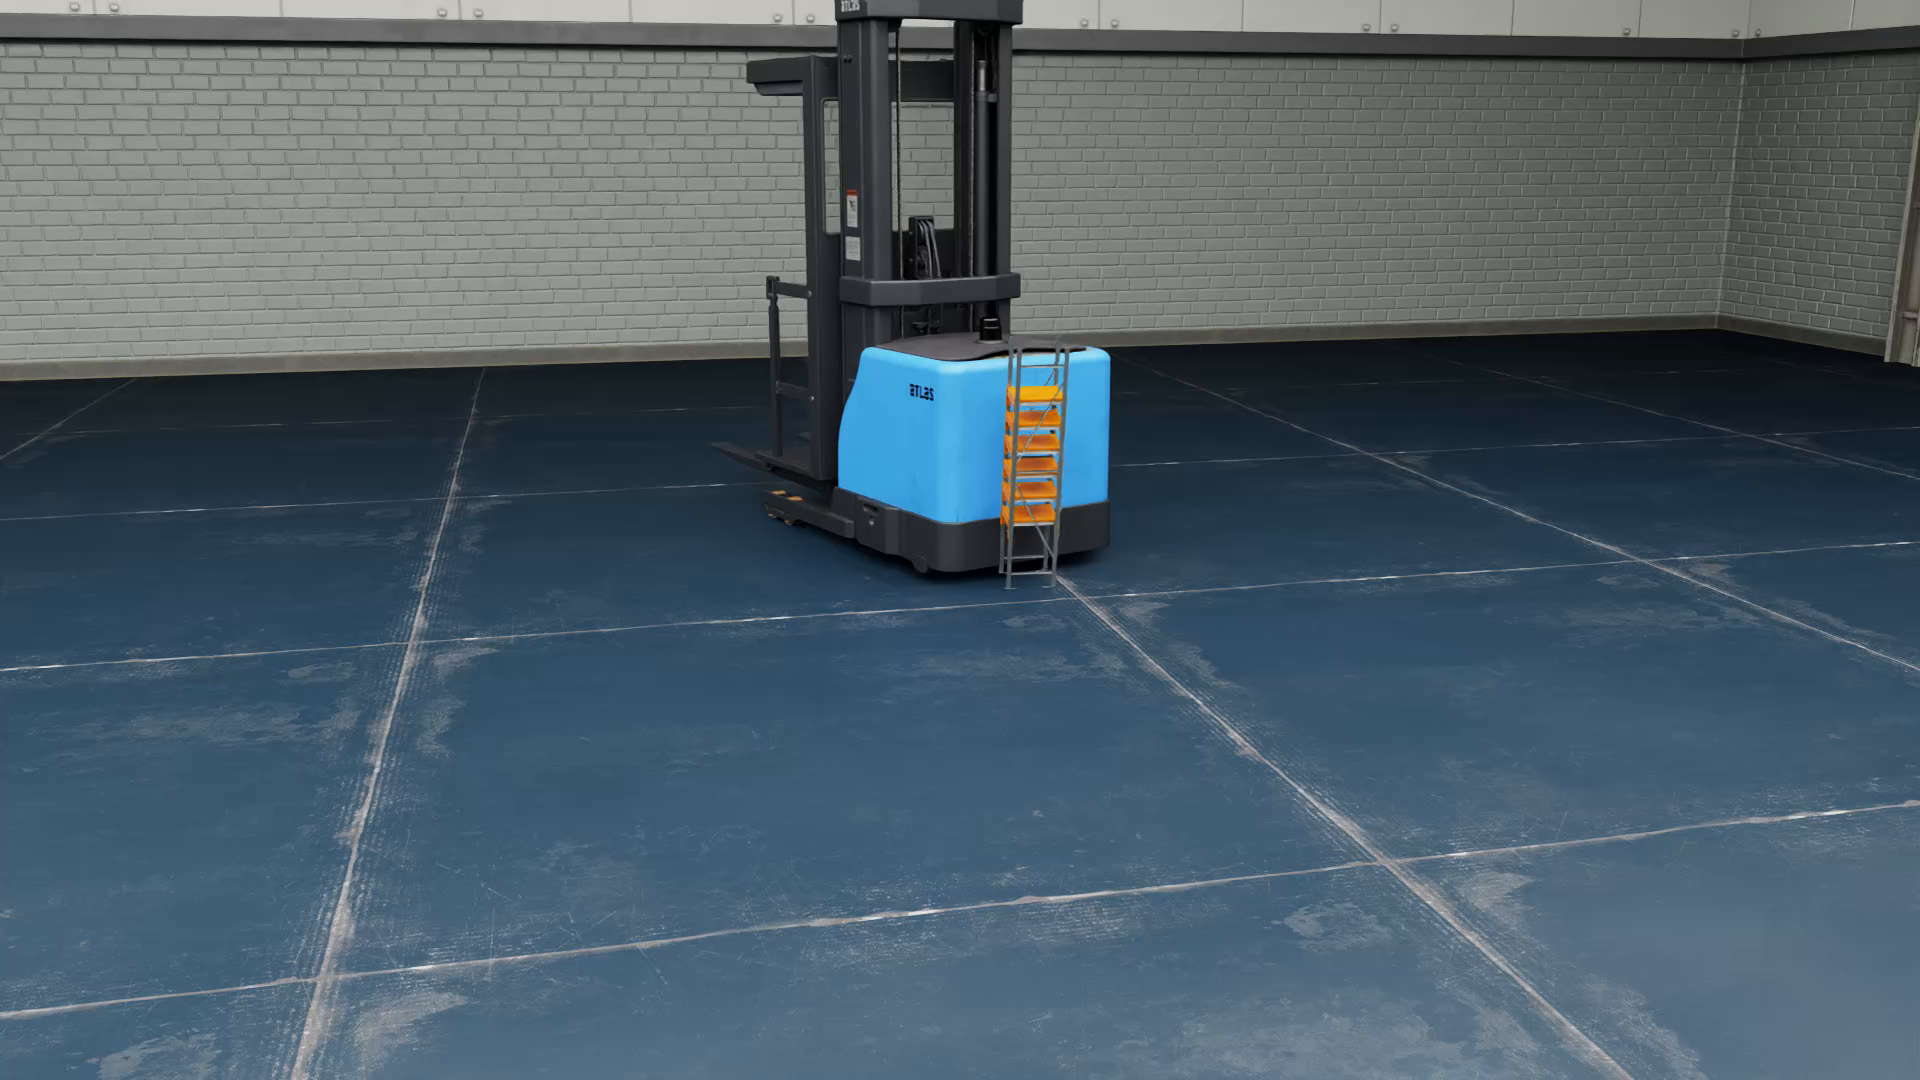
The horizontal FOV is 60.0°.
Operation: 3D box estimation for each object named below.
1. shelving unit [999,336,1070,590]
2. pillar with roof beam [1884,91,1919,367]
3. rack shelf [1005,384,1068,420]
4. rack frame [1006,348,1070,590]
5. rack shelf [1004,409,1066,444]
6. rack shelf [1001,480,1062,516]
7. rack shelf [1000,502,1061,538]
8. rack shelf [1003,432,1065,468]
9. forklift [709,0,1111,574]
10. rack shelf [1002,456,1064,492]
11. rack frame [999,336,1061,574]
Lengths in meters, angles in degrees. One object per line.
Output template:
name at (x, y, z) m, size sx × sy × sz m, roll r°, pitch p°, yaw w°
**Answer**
shelving unit at (0.342, -0.351, 7.802) m, size 0.258 × 1.200 × 0.189 m, roll -2°, pitch 25°, yaw -9°
pillar with roof beam at (4.868, -5.810, 13.748) m, size 9.100 × 9.000 × 0.400 m, roll -3°, pitch 14°, yaw -13°
rack shelf at (0.352, -0.639, 7.673) m, size 0.258 × 0.103 × 0.180 m, roll -2°, pitch 25°, yaw -9°
rack frame at (0.358, -0.314, 7.720) m, size 0.240 × 1.200 × 0.006 m, roll -2°, pitch 25°, yaw -9°
rack shelf at (0.349, -0.529, 7.722) m, size 0.258 × 0.103 × 0.180 m, roll -2°, pitch 25°, yaw -9°
rack shelf at (0.337, -0.201, 7.870) m, size 0.258 × 0.103 × 0.180 m, roll -2°, pitch 25°, yaw -9°
rack shelf at (0.334, -0.092, 7.919) m, size 0.258 × 0.103 × 0.180 m, roll -2°, pitch 25°, yaw -9°
rack shelf at (0.345, -0.420, 7.771) m, size 0.258 × 0.103 × 0.180 m, roll -2°, pitch 25°, yaw -9°
forklift at (-0.465, -1.557, 9.126) m, size 1.130 × 2.935 × 3.031 m, roll -9°, pitch 16°, yaw -32°
rack shelf at (0.341, -0.311, 7.821) m, size 0.258 × 0.103 × 0.180 m, roll -2°, pitch 25°, yaw -9°
rack frame at (0.327, -0.389, 7.884) m, size 0.240 × 1.200 × 0.006 m, roll -2°, pitch 25°, yaw -9°
